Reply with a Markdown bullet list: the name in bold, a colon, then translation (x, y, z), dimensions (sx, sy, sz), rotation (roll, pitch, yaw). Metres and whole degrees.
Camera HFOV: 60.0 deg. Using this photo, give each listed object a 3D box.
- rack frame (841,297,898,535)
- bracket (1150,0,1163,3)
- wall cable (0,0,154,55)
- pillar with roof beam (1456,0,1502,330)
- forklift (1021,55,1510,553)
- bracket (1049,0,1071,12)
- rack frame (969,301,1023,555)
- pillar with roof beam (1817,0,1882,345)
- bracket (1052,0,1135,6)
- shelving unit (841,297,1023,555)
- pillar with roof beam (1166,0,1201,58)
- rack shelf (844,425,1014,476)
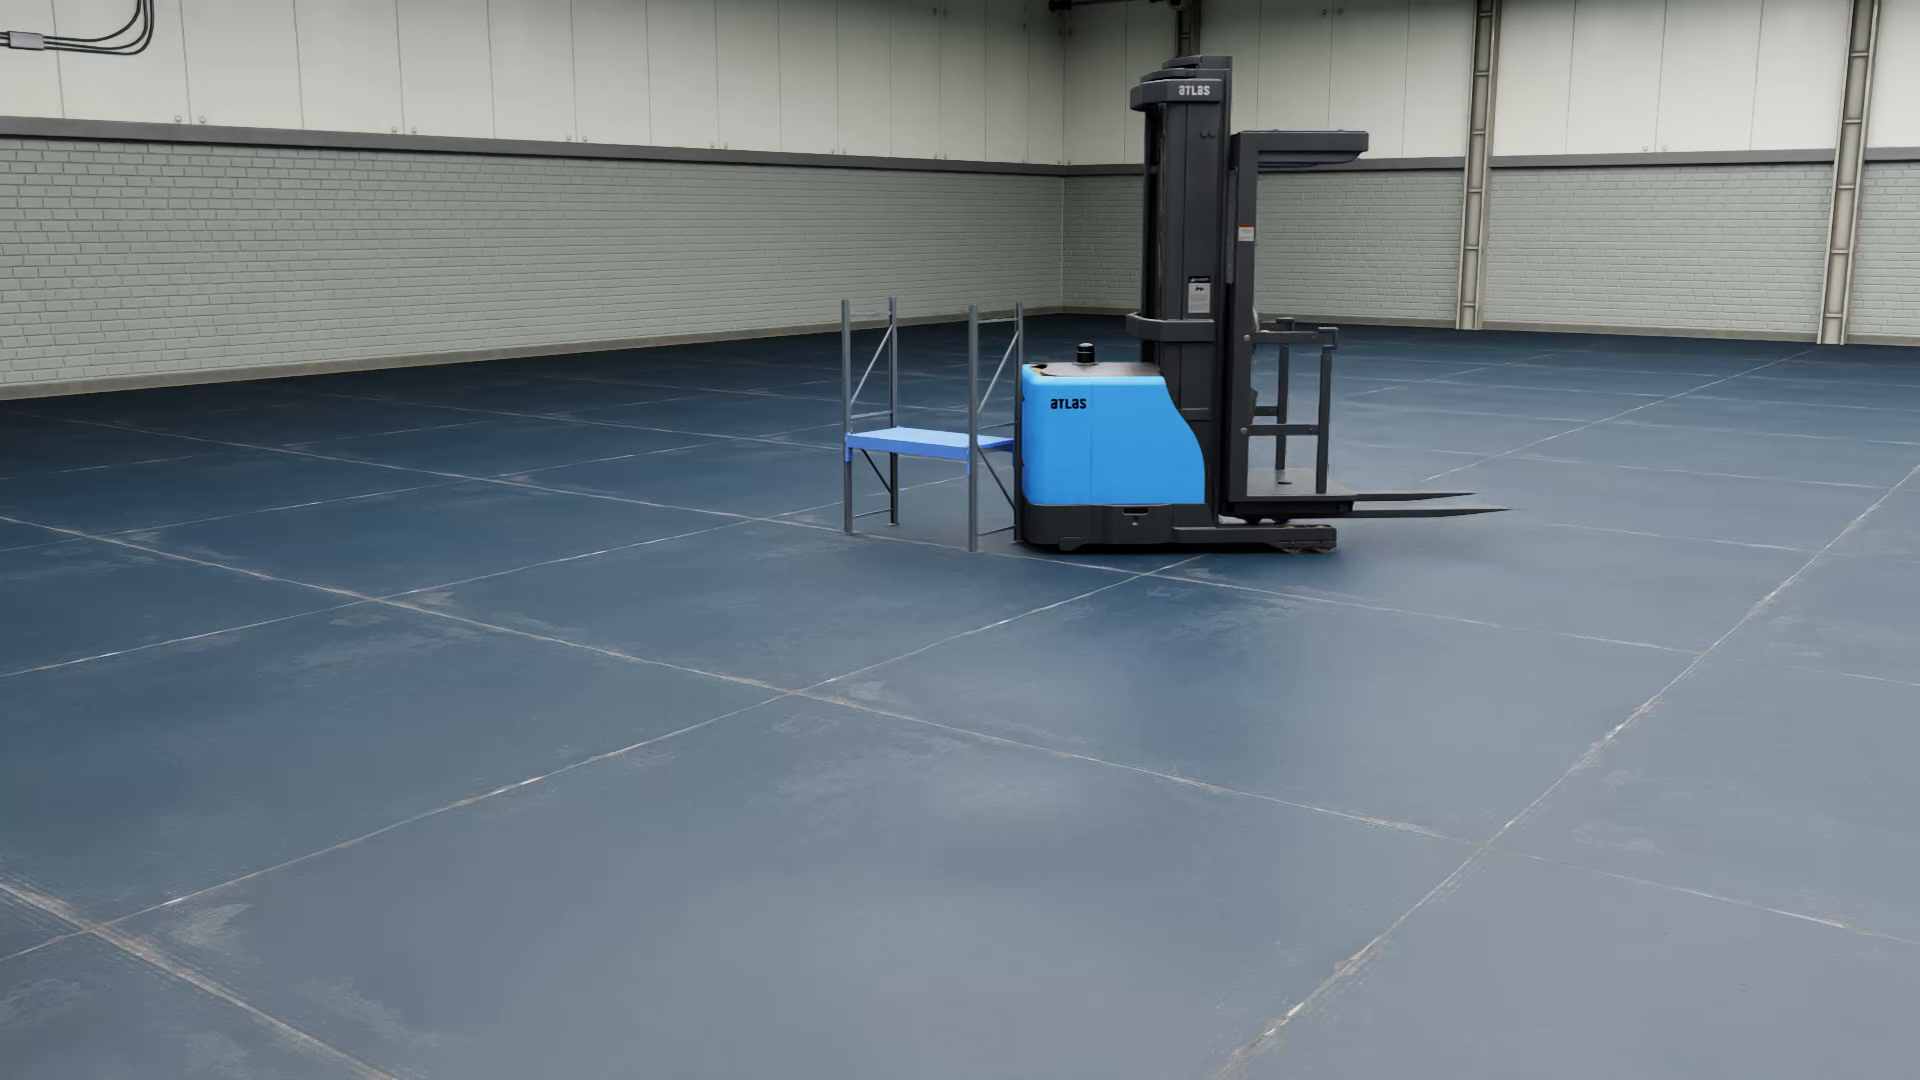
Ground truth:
- **rack frame**: translation (-0.579, -0.807, 10.752), dimensions (0.032, 1.500, 0.500), rotation (9, 14, 37)
- **bracket**: translation (3.973, -10.726, 32.804), dimensions (0.430, 0.232, 0.235), rotation (8, 13, 36)
- **wall cable**: translation (-10.087, -7.799, 18.197), dimensions (0.169, 6.003, 2.305), rotation (8, 13, 36)
- **pillar with roof beam**: translation (6.806, -7.633, 26.292), dimensions (0.400, 9.000, 9.100), rotation (8, 13, 36)
- **forklift**: translation (1.895, -1.458, 10.349), dimensions (3.031, 2.935, 1.130), rotation (-1, 11, -4)
- **bracket**: translation (2.063, -10.992, 34.181), dimensions (0.430, 0.232, 0.235), rotation (8, 13, 36)
- **rack frame**: translation (0.219, -0.687, 10.134), dimensions (0.032, 1.500, 0.500), rotation (9, 14, 37)
- **pillar with roof beam**: translation (11.642, -6.958, 22.805), dimensions (0.400, 9.000, 9.100), rotation (8, 13, 36)
- **bracket**: translation (2.539, -10.926, 33.838), dimensions (3.189, 0.066, 0.076), rotation (8, 13, 36)
- **shelving unit**: translation (-0.180, -0.747, 10.443), dimensions (1.048, 1.500, 0.538), rotation (9, 14, 37)
- **pillar with roof beam**: translation (1.970, -8.307, 29.779), dimensions (0.548, 9.000, 9.100), rotation (8, 13, 36)
- **rack shelf**: translation (-0.180, -0.571, 10.477), dimensions (1.000, 0.185, 0.538), rotation (9, 14, 37)
